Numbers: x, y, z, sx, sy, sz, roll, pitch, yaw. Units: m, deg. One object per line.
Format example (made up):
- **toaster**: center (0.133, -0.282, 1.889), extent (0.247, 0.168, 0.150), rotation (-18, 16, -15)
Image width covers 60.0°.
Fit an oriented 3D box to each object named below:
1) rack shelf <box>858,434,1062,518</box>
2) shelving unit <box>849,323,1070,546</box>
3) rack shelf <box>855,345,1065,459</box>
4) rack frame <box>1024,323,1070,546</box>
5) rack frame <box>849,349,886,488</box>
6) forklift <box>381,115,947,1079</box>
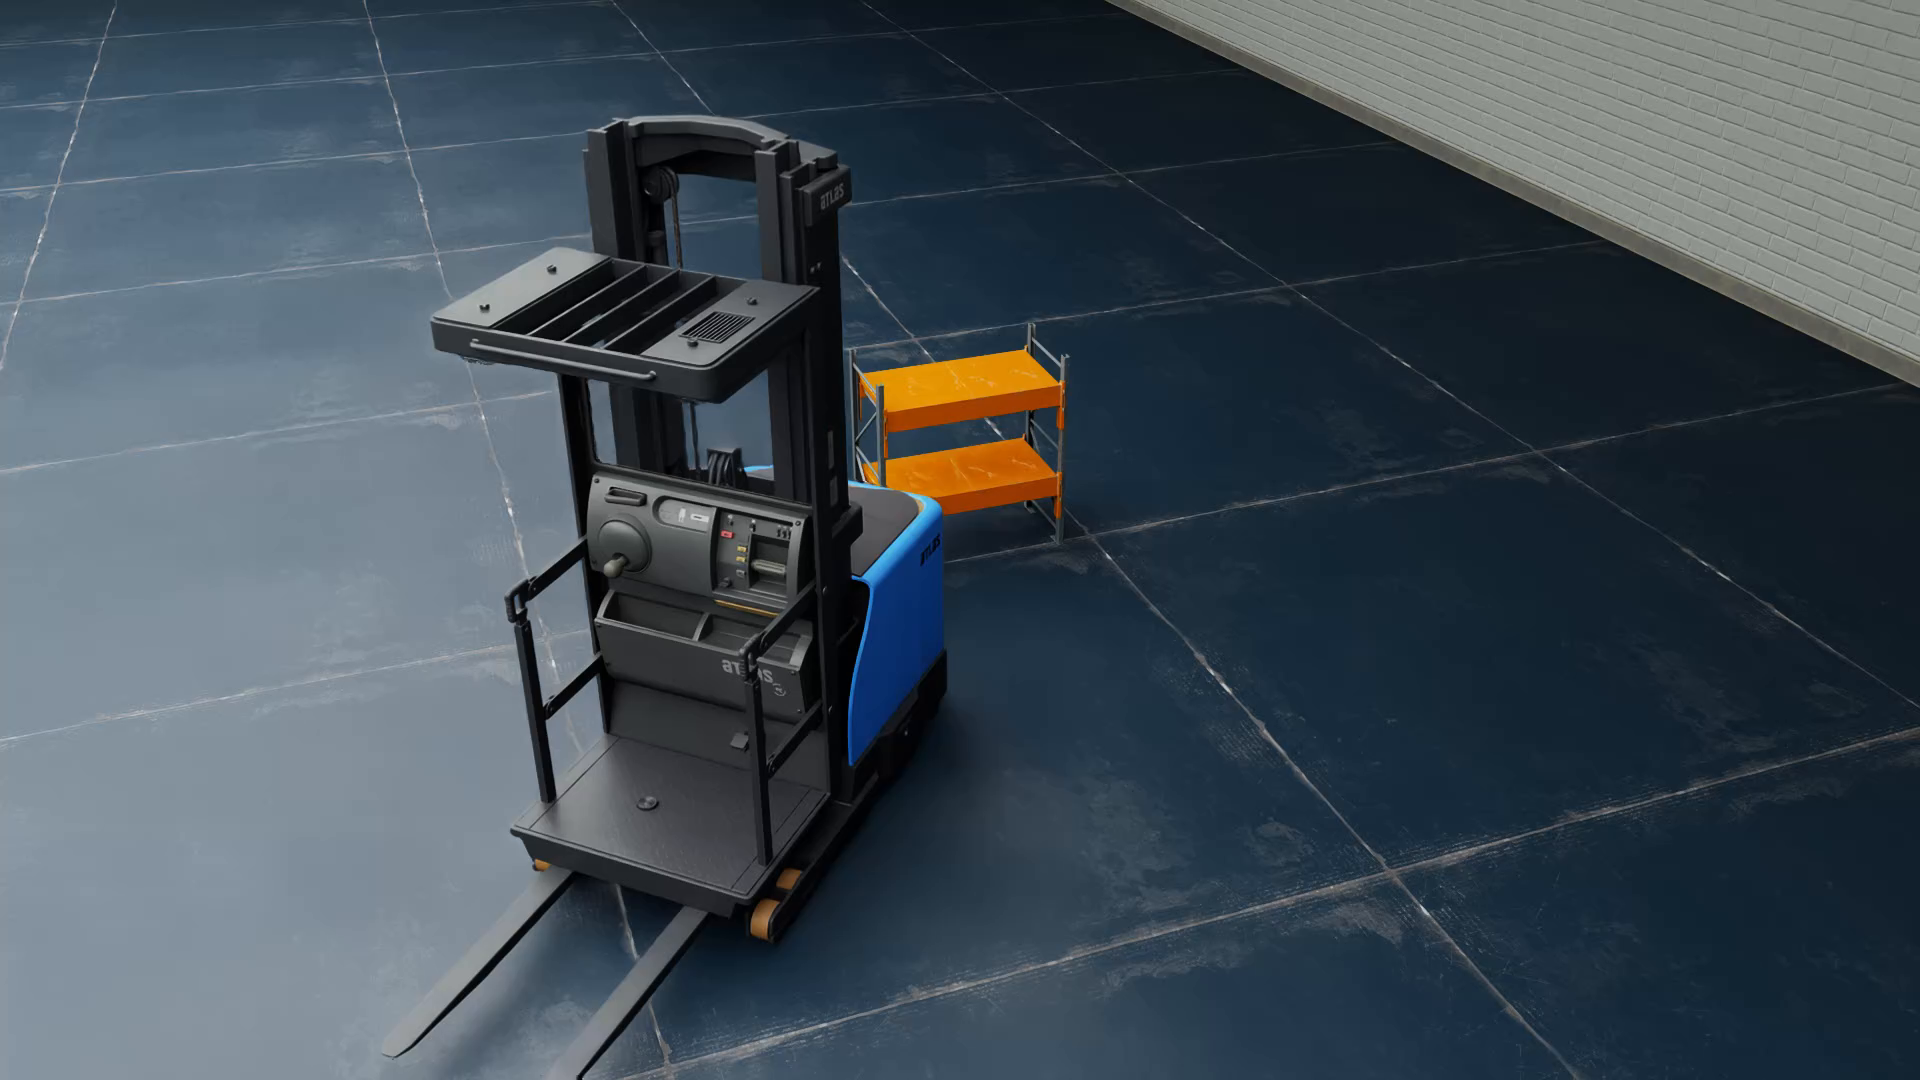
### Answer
- **rack shelf**: center (-0.006, -0.275, 9.091), extent (1.000, 0.278, 0.538), rotation (-10, 31, -18)
- **shelving unit**: center (-0.006, -0.488, 8.969), extent (1.048, 1.125, 0.538), rotation (-10, 31, -18)
- **rack shelf**: center (-0.006, -0.742, 8.825), extent (1.000, 0.278, 0.538), rotation (-10, 31, -18)
- **rack frame**: center (0.470, -0.575, 9.124), extent (0.032, 1.125, 0.500), rotation (-10, 31, -18)
- **rack frame**: center (-0.483, -0.400, 8.815), extent (0.032, 1.125, 0.500), rotation (-10, 31, -18)
- **forklift**: center (-1.098, 0.054, 6.195), extent (1.130, 2.935, 3.031), rotation (12, 32, 20)
